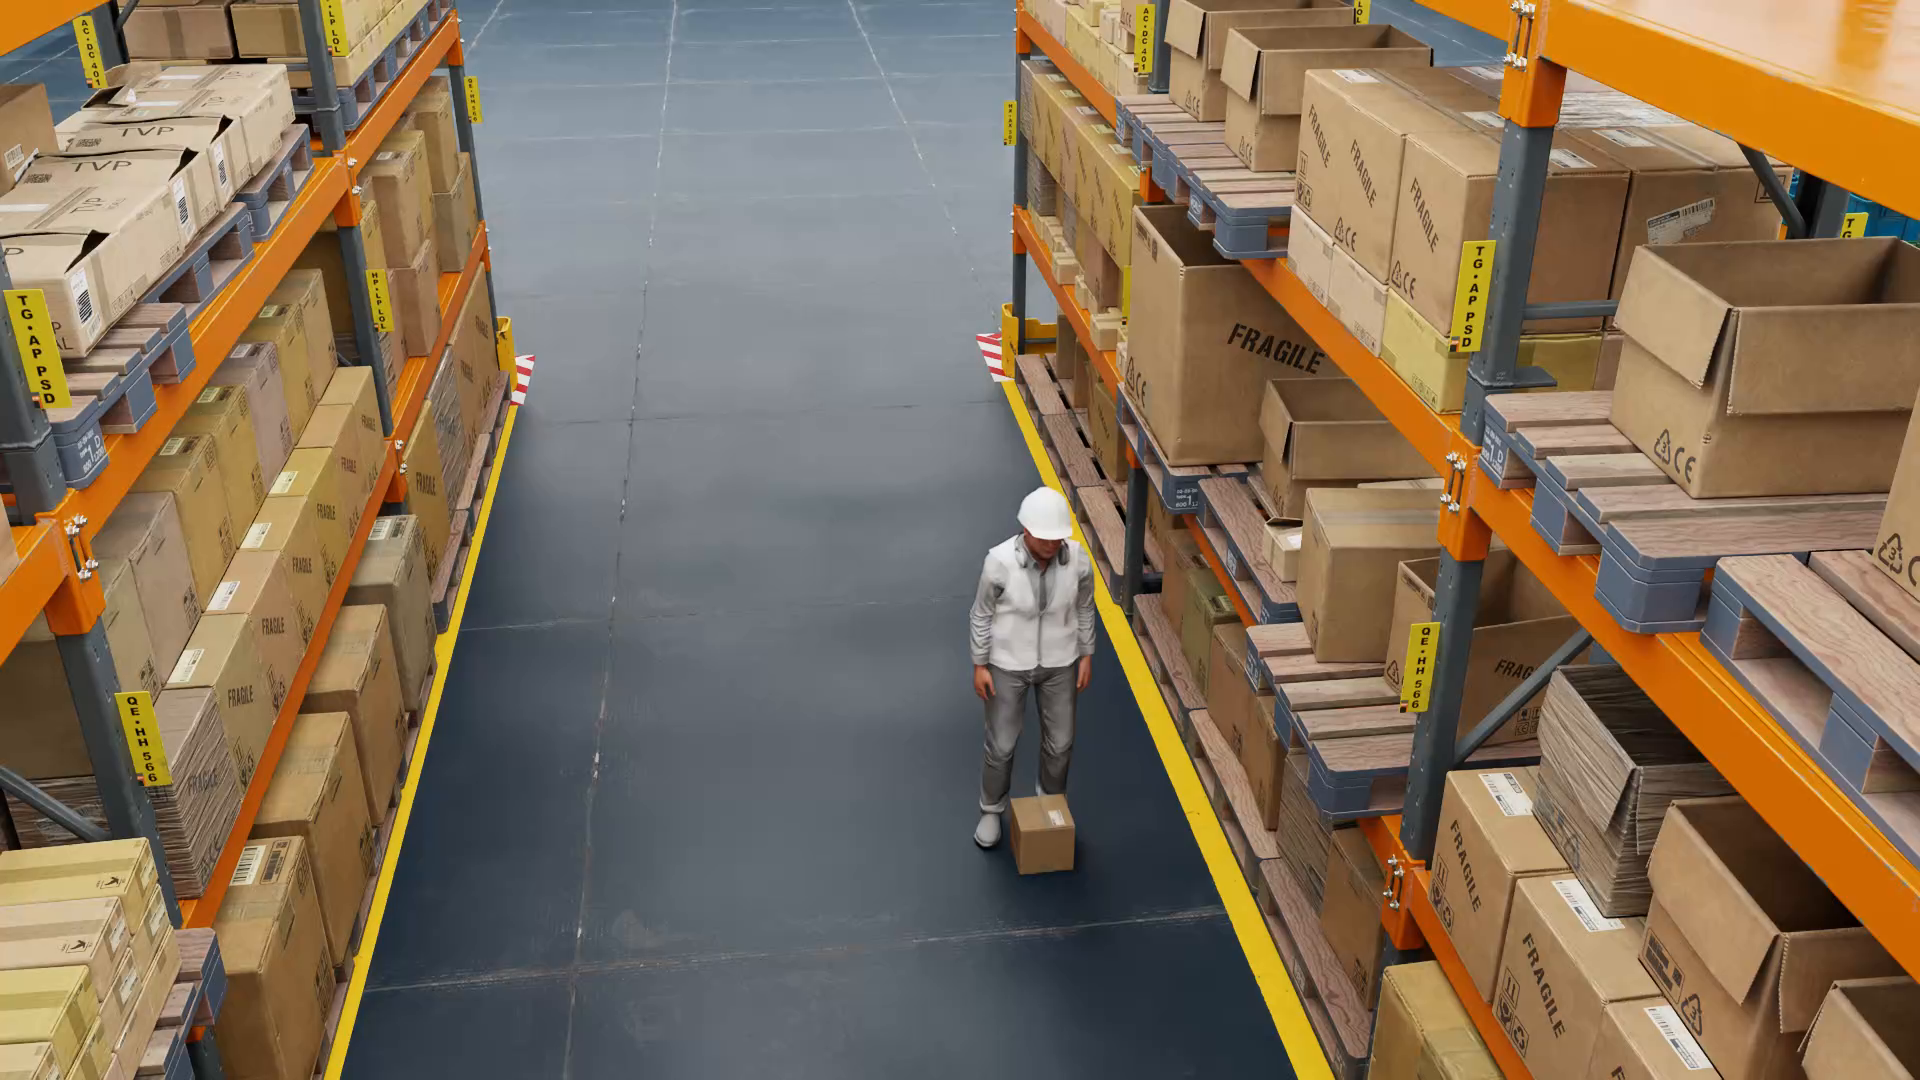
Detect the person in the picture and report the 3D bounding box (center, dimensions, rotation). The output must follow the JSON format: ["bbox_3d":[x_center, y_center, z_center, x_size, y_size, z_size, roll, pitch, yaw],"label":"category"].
[{"bbox_3d":[0.333,0.552,7.504,0.579,1.769,0.466,-5,27,-9],"label":"person"}]
